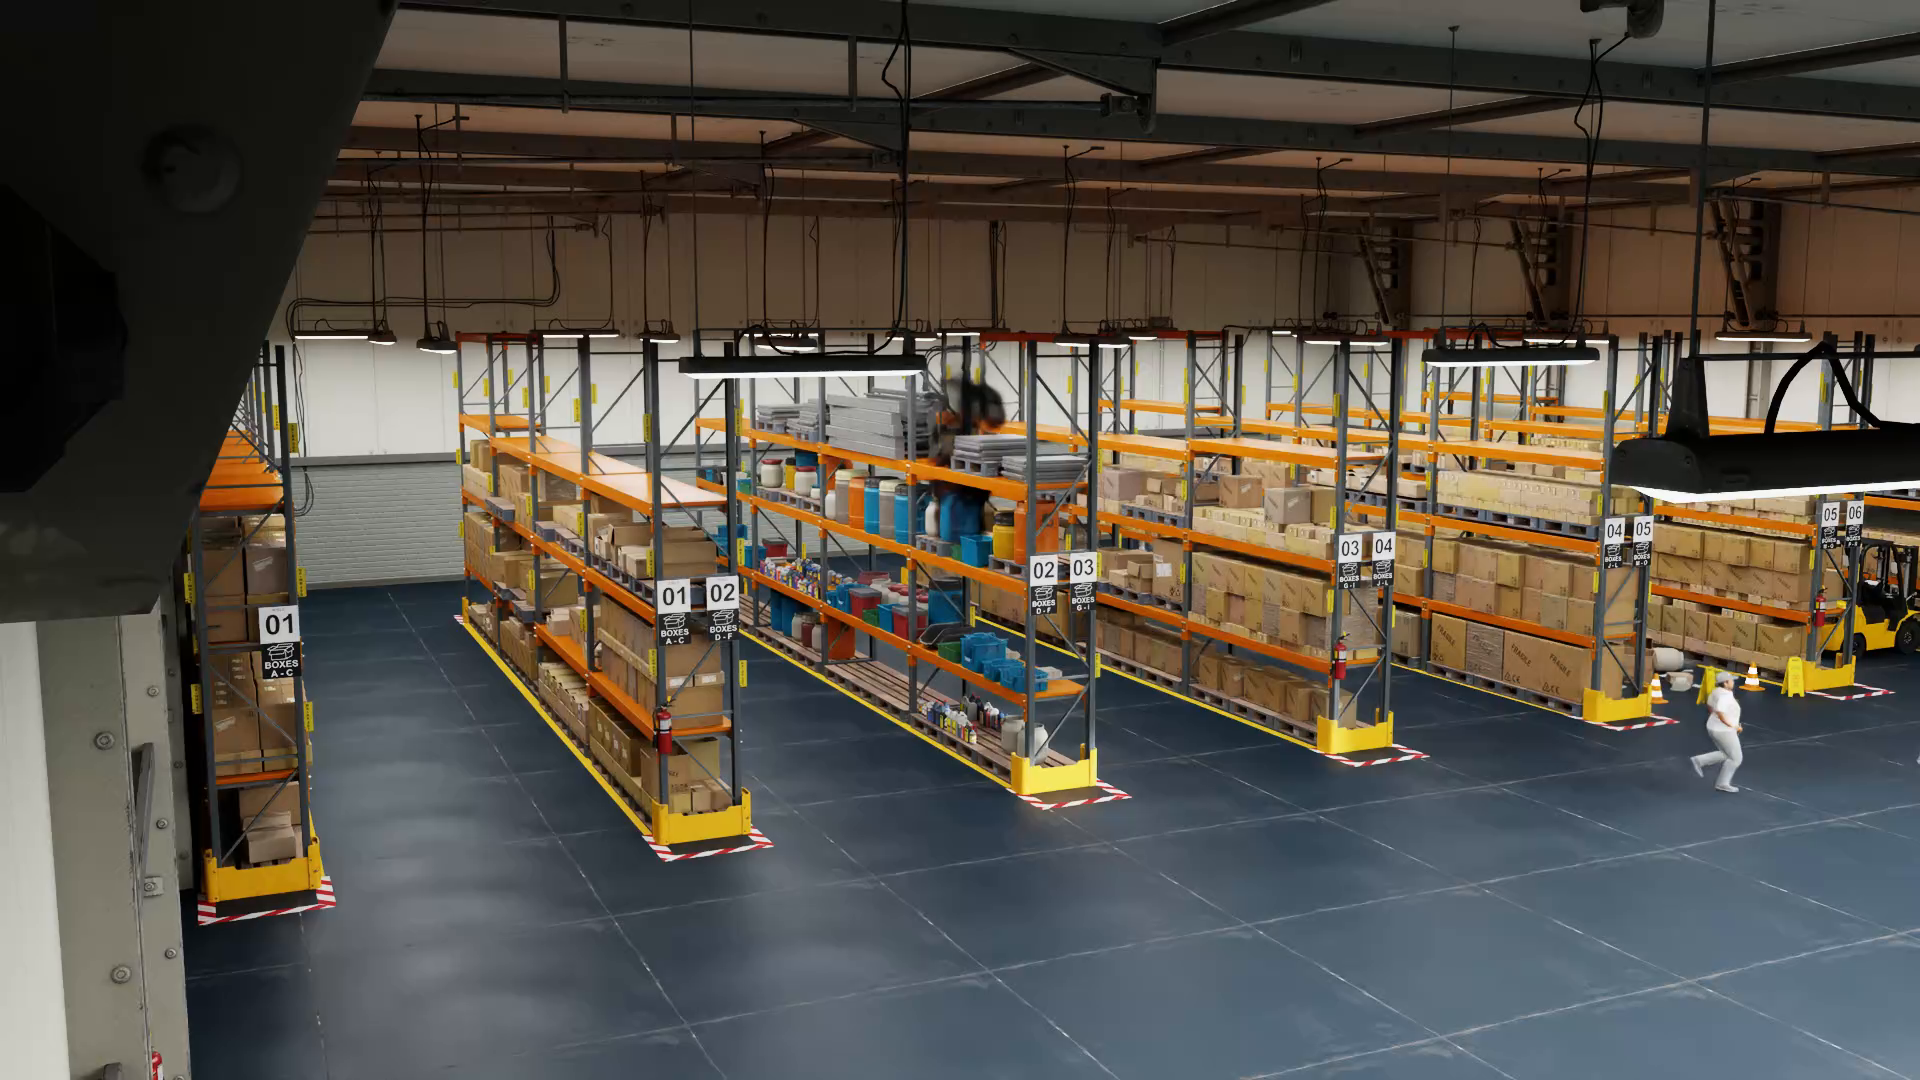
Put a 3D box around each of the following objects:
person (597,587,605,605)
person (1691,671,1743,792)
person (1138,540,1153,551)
[{"bbox_3d":[-7.229,0.947,33.725,0.634,1.743,0.854,-5,9,-33],"label":"person"},{"bbox_3d":[10.152,2.555,22.228,0.570,1.632,0.608,1,8,9],"label":"person"},{"bbox_3d":[4.791,-0.310,42.626,0.884,1.841,0.646,-3,8,-23],"label":"person"}]
